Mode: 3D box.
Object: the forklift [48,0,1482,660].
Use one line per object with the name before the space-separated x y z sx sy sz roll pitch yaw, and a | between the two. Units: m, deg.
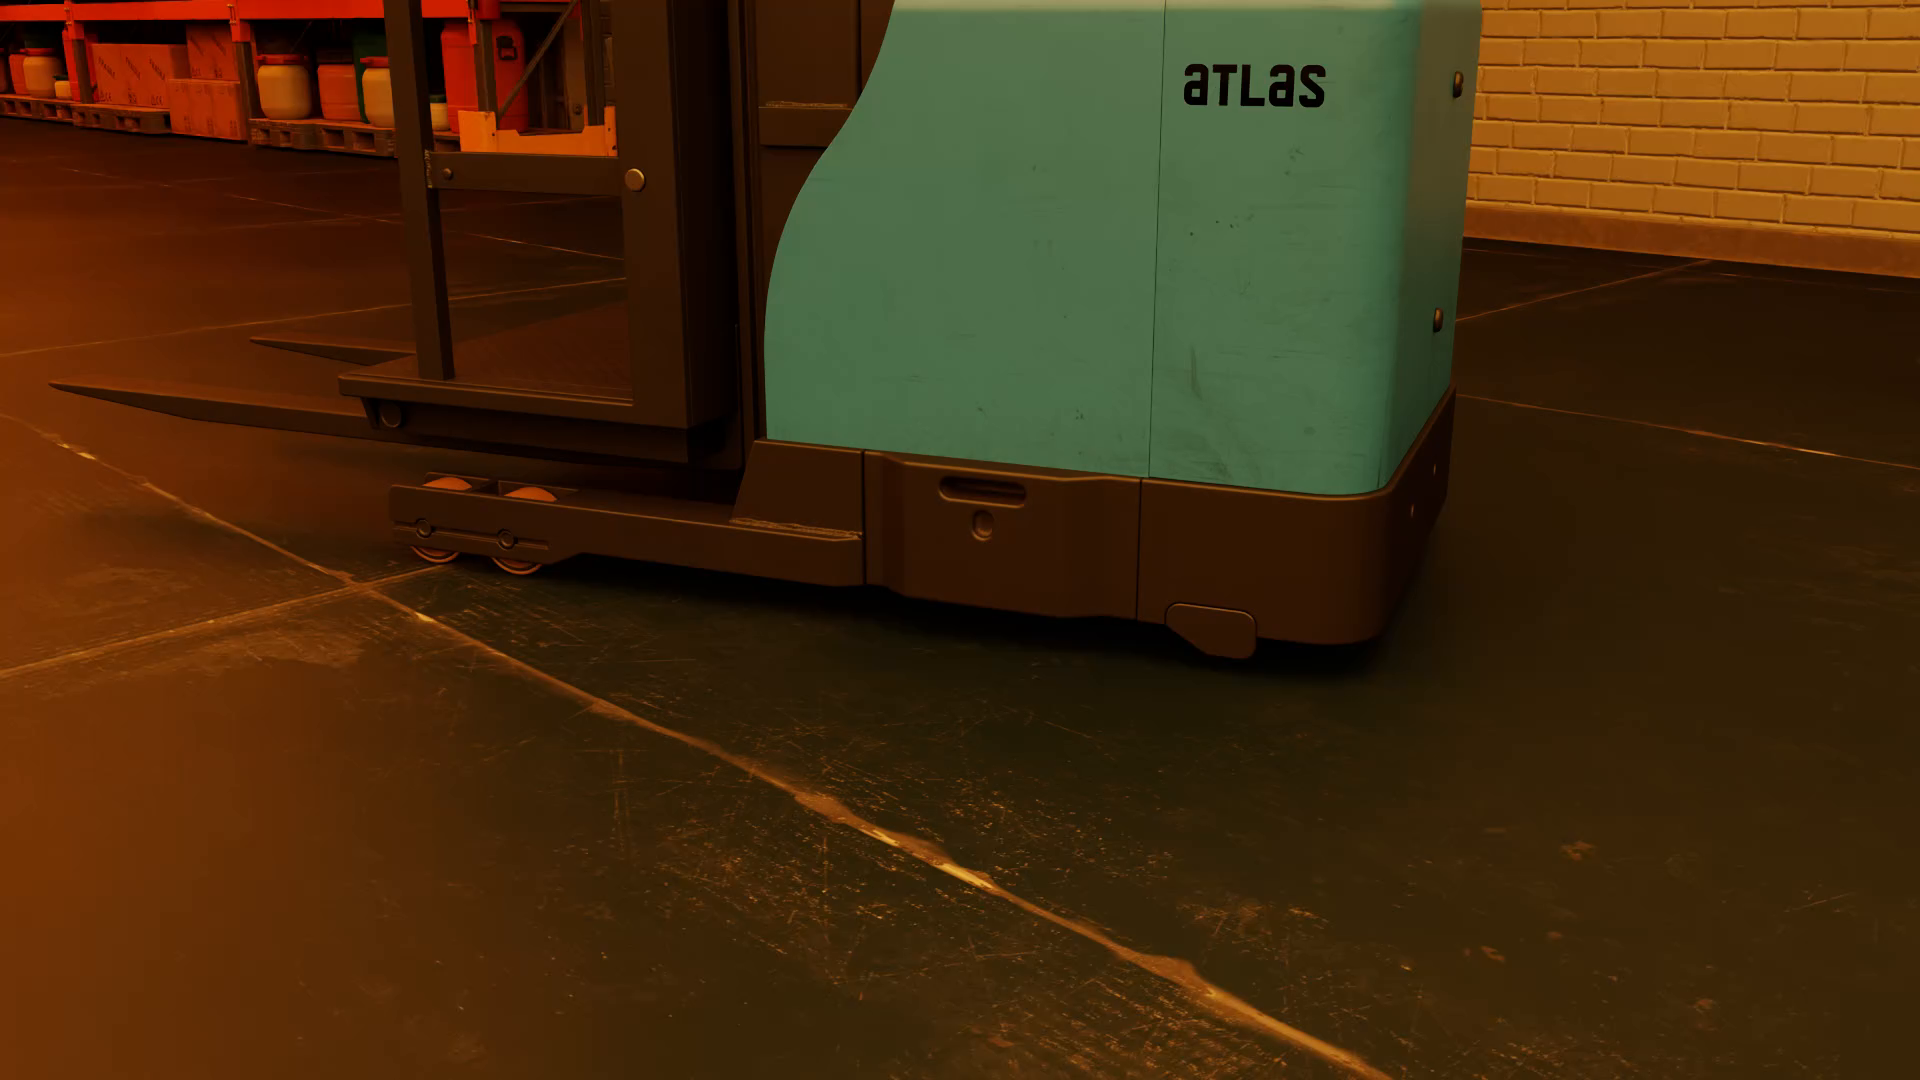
forklift | -0.563 -1.469 3.184 3.031 2.935 1.130 7 18 21
